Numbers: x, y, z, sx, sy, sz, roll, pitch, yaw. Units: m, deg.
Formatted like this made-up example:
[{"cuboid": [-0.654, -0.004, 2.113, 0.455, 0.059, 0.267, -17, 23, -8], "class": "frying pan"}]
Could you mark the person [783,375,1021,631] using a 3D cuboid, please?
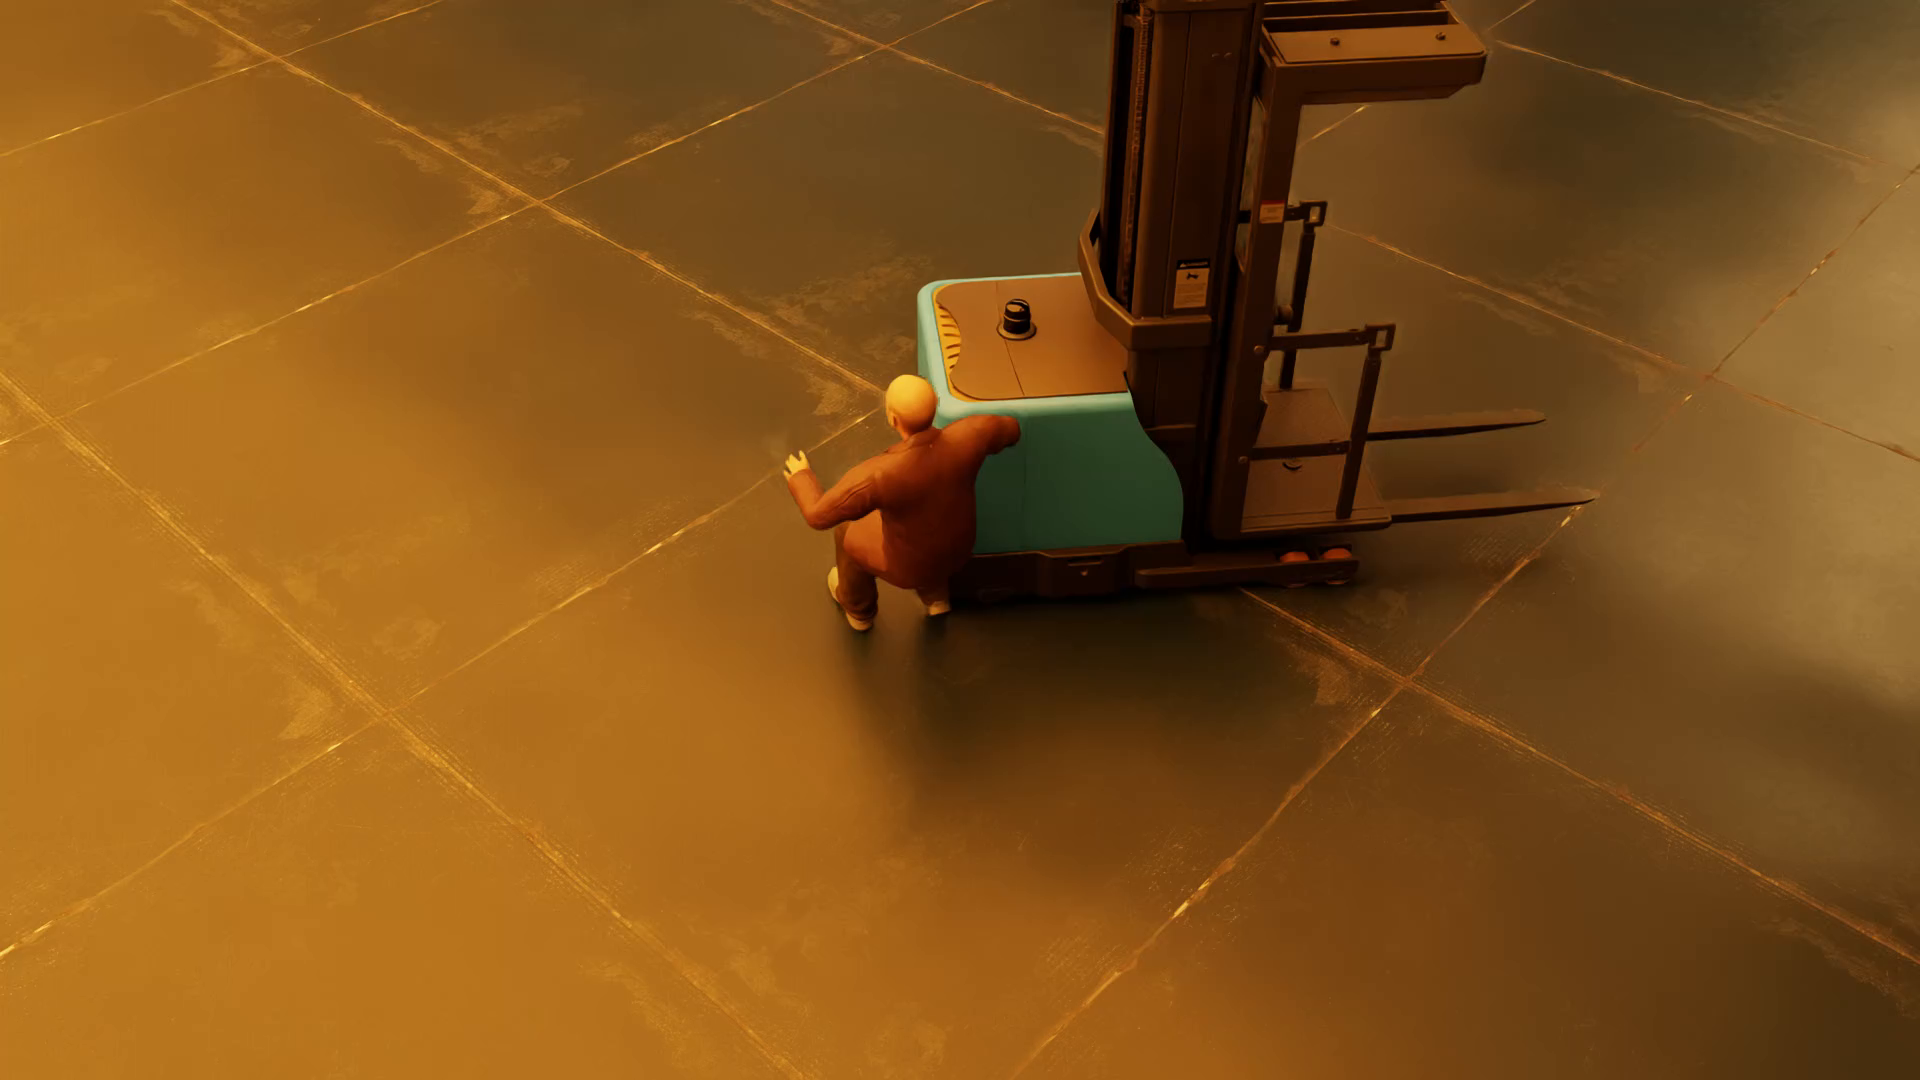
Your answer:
[{"cuboid": [-0.302, -0.147, 6.707, 0.944, 1.545, 0.901, -30, 49, -30], "class": "person"}]

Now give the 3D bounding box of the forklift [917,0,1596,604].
[{"cuboid": [1.350, -1.240, 6.873, 3.031, 2.935, 1.130, -4, 41, -5], "class": "forklift"}]
